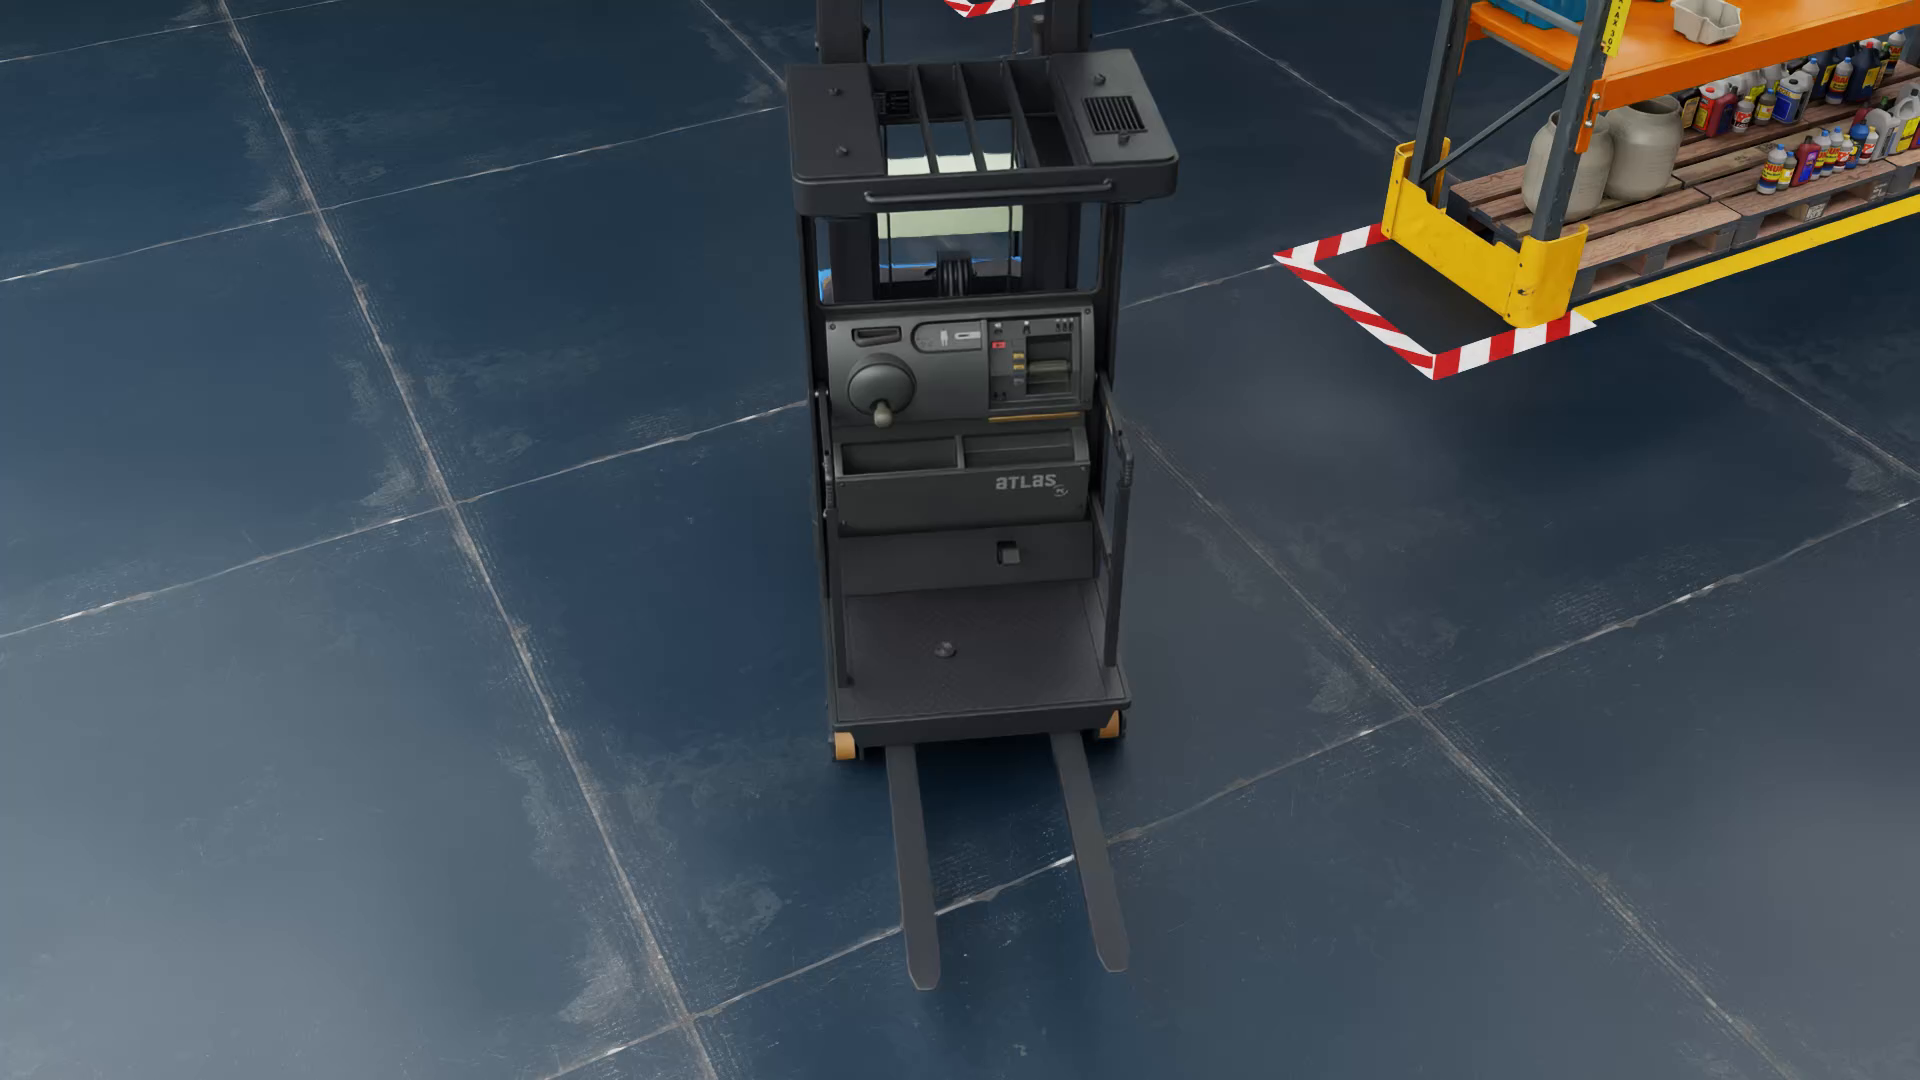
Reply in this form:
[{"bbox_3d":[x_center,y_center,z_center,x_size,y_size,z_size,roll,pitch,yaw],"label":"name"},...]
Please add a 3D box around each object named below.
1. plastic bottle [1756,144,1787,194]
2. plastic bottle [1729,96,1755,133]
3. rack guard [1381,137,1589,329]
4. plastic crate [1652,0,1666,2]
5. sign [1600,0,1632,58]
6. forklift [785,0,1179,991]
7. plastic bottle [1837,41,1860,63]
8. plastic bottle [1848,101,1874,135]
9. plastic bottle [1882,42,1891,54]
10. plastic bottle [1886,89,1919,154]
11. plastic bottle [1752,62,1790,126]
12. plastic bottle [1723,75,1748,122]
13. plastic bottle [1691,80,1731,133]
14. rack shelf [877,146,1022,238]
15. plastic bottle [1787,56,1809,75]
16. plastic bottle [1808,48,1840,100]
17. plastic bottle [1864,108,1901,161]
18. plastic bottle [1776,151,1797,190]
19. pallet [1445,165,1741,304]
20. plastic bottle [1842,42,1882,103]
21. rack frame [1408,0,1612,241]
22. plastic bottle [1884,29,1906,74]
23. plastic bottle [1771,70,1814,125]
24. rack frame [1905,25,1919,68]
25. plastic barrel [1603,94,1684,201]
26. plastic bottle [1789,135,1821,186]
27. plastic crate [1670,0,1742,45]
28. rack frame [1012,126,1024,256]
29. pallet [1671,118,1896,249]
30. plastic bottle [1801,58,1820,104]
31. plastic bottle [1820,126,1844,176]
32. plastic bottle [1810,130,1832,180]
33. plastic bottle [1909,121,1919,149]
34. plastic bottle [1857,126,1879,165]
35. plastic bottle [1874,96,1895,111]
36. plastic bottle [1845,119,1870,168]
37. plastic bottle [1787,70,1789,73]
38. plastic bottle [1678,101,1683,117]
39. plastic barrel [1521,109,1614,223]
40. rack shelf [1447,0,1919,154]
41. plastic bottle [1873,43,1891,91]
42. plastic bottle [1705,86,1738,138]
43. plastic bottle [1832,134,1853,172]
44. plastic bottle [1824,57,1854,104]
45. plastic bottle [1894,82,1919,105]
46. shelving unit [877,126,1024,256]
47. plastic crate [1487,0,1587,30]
[{"bbox_3d":[4.456,-2.040,9.109,0.097,0.271,0.097,0,40,0],"label":"plastic bottle"},{"bbox_3d":[4.564,-2.485,9.689,0.097,0.201,0.097,0,40,0],"label":"plastic bottle"},{"bbox_3d":[2.750,-1.646,8.808,0.348,0.500,1.175,-19,44,-21],"label":"rack guard"},{"bbox_3d":[3.588,-3.005,8.594,0.408,0.251,0.499,-19,44,-21],"label":"plastic crate"},{"bbox_3d":[2.954,-2.340,7.478,0.005,0.325,0.100,-19,44,-21],"label":"sign"},{"bbox_3d":[0.031,-0.527,5.605,1.130,2.935,3.031,-4,40,-5],"label":"forklift"},{"bbox_3d":[5.344,-2.898,10.062,0.185,0.351,0.144,-17,43,-20],"label":"plastic bottle"},{"bbox_3d":[5.161,-2.379,9.501,0.133,0.283,0.061,-19,44,-21],"label":"plastic bottle"},{"bbox_3d":[5.676,-2.970,10.262,0.097,0.201,0.097,0,40,0],"label":"plastic bottle"},{"bbox_3d":[5.357,-2.390,9.462,0.185,0.351,0.144,-19,44,-21],"label":"plastic bottle"},{"bbox_3d":[4.779,-2.673,9.796,0.284,0.351,0.242,-19,44,-21],"label":"plastic bottle"},{"bbox_3d":[4.490,-2.579,9.743,0.135,0.276,0.152,-20,44,-22],"label":"plastic bottle"},{"bbox_3d":[4.367,-2.538,9.694,0.135,0.276,0.152,-18,44,-20],"label":"plastic bottle"},{"bbox_3d":[-0.093,-1.415,7.157,0.720,0.370,0.431,-4,40,-5],"label":"rack shelf"},{"bbox_3d":[5.011,-2.791,9.987,0.133,0.283,0.061,-17,43,-19],"label":"plastic bottle"},{"bbox_3d":[5.177,-2.842,9.995,0.185,0.351,0.144,-20,44,-22],"label":"plastic bottle"},{"bbox_3d":[5.211,-2.316,9.431,0.135,0.276,0.152,-18,43,-20],"label":"plastic bottle"},{"bbox_3d":[4.548,-2.044,9.168,0.097,0.201,0.097,0,40,0],"label":"plastic bottle"},{"bbox_3d":[3.473,-1.775,9.184,1.213,0.211,1.003,-19,44,-21],"label":"pallet"},{"bbox_3d":[5.411,-2.816,9.964,0.185,0.351,0.144,-19,44,-21],"label":"plastic bottle"},{"bbox_3d":[2.704,-2.551,7.942,0.127,3.000,1.000,-19,44,-21],"label":"rack frame"},{"bbox_3d":[5.767,-3.027,10.276,0.097,0.271,0.097,0,40,0],"label":"plastic bottle"},{"bbox_3d":[4.890,-2.609,9.778,0.135,0.276,0.152,-19,44,-21],"label":"plastic bottle"},{"bbox_3d":[6.252,-3.744,9.352,0.127,3.000,1.000,-19,44,-21],"label":"rack frame"},{"bbox_3d":[3.697,-2.151,9.070,0.421,0.512,0.421,0,40,0],"label":"plastic barrel"},{"bbox_3d":[4.665,-2.101,9.173,0.133,0.283,0.061,-18,43,-20],"label":"plastic bottle"},{"bbox_3d":[3.646,-2.533,8.125,0.250,0.136,0.298,-19,44,-21],"label":"plastic crate"},{"bbox_3d":[0.271,-1.143,7.440,0.023,1.500,0.400,-4,40,-5],"label":"rack frame"},{"bbox_3d":[4.553,-2.137,9.611,1.213,0.211,1.003,-19,44,-21],"label":"pallet"},{"bbox_3d":[5.063,-2.746,9.944,0.097,0.271,0.097,0,40,0],"label":"plastic bottle"},{"bbox_3d":[4.849,-2.172,9.265,0.097,0.271,0.097,0,40,0],"label":"plastic bottle"},{"bbox_3d":[4.760,-2.142,9.230,0.097,0.271,0.097,0,40,0],"label":"plastic bottle"},{"bbox_3d":[5.518,-2.388,9.512,0.133,0.283,0.061,-16,43,-18],"label":"plastic bottle"},{"bbox_3d":[5.119,-2.236,9.395,0.097,0.201,0.097,0,40,0],"label":"plastic bottle"},{"bbox_3d":[5.287,-2.416,9.544,0.133,0.283,0.061,-19,44,-21],"label":"plastic bottle"},{"bbox_3d":[5.028,-2.232,9.337,0.097,0.271,0.097,0,40,0],"label":"plastic bottle"},{"bbox_3d":[4.915,-2.714,9.960,0.097,0.201,0.097,0,40,0],"label":"plastic bottle"},{"bbox_3d":[4.130,-2.450,9.648,0.097,0.201,0.097,0,40,0],"label":"plastic bottle"},{"bbox_3d":[3.252,-2.002,8.894,0.421,0.512,0.421,0,40,0],"label":"plastic barrel"},{"bbox_3d":[4.478,-2.873,8.879,4.000,0.370,1.077,-19,44,-21],"label":"rack shelf"},{"bbox_3d":[5.542,-2.859,10.067,0.133,0.283,0.061,-19,44,-21],"label":"plastic bottle"},{"bbox_3d":[4.416,-2.480,9.620,0.133,0.283,0.061,-19,44,-21],"label":"plastic bottle"},{"bbox_3d":[4.937,-2.175,9.323,0.097,0.201,0.097,0,40,0],"label":"plastic bottle"},{"bbox_3d":[5.271,-2.755,9.955,0.097,0.271,0.097,0,40,0],"label":"plastic bottle"},{"bbox_3d":[5.553,-2.536,9.691,0.135,0.276,0.152,-19,44,-21],"label":"plastic bottle"},{"bbox_3d":[-0.093,-1.117,7.409,0.755,1.500,0.431,-4,40,-5],"label":"shelving unit"},{"bbox_3d":[3.010,-2.815,8.369,0.616,0.251,0.499,-19,44,-21],"label":"plastic crate"}]
